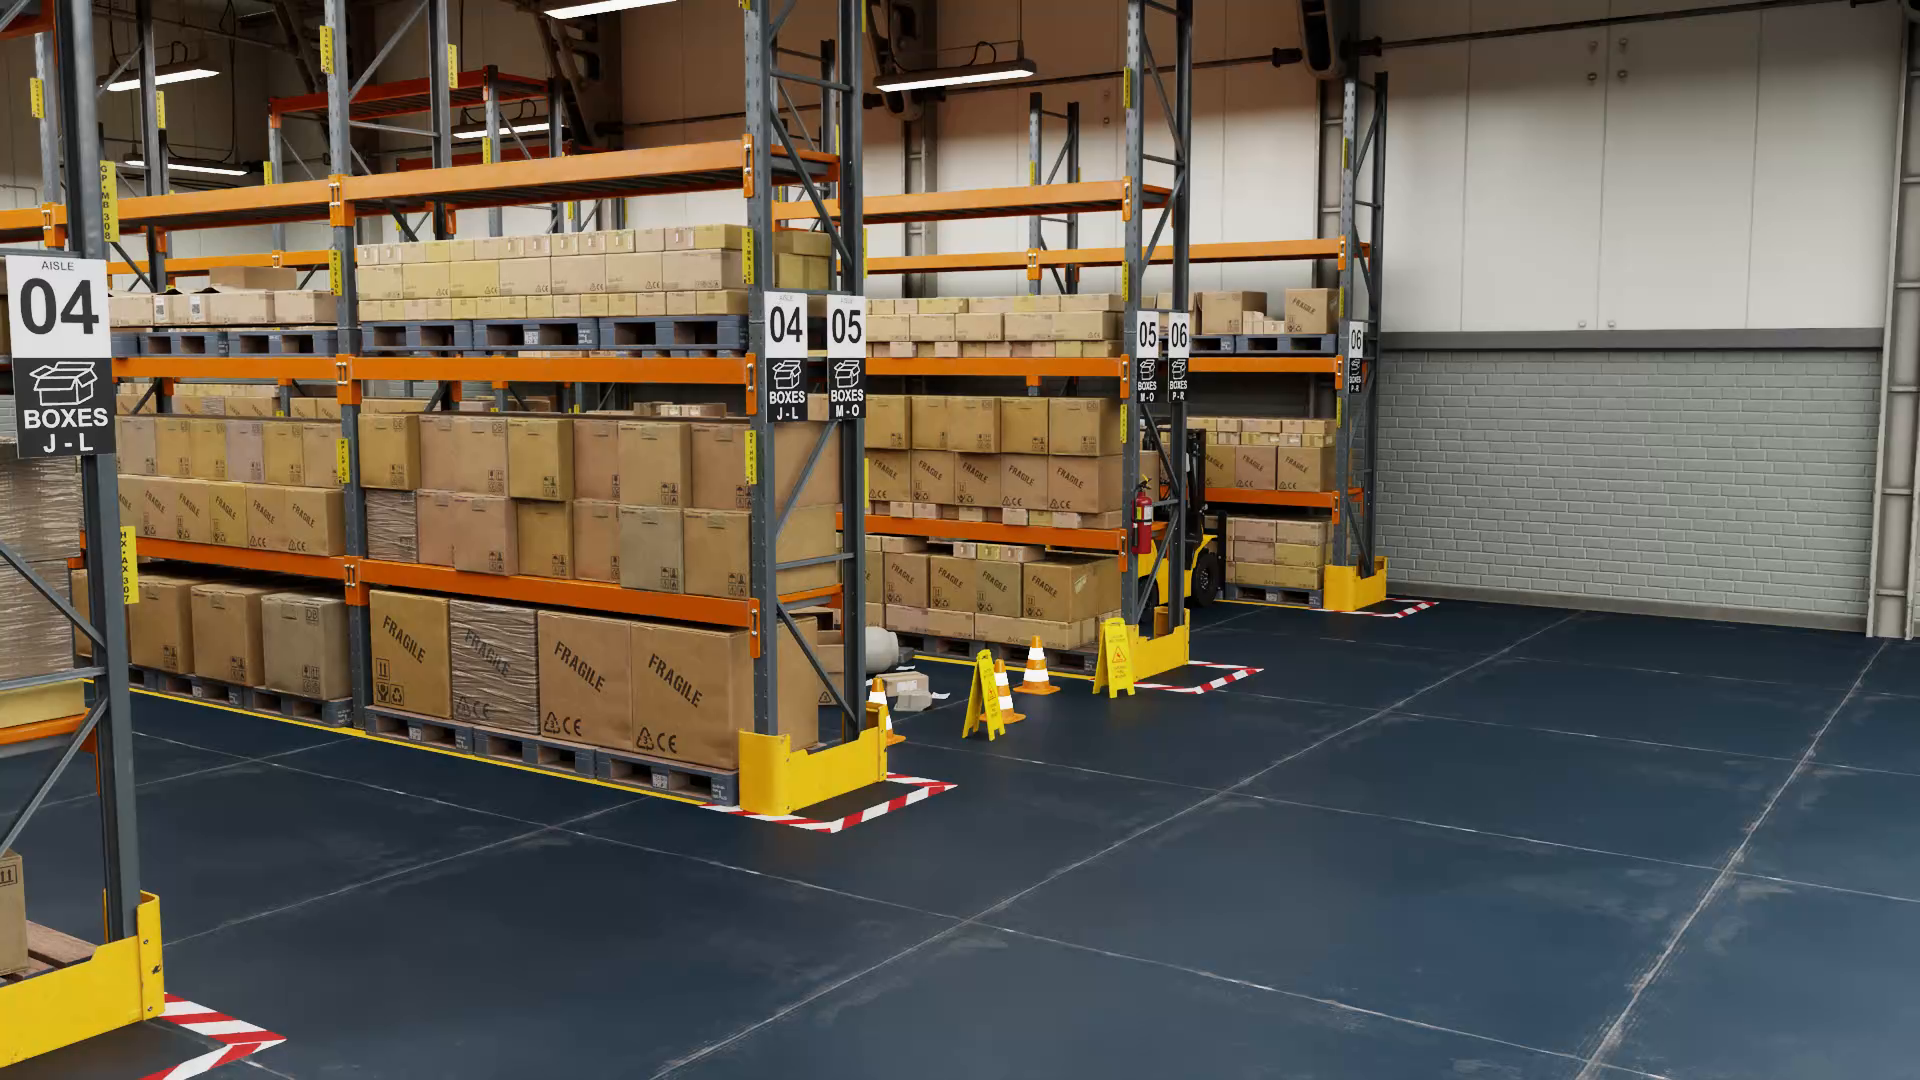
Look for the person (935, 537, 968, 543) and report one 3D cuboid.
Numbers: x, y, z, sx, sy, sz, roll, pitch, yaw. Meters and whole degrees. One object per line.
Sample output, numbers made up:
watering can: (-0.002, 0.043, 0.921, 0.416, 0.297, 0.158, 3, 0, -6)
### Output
person: (0.010, -0.092, 18.287, 0.640, 1.777, 0.574, 4, 8, 34)
